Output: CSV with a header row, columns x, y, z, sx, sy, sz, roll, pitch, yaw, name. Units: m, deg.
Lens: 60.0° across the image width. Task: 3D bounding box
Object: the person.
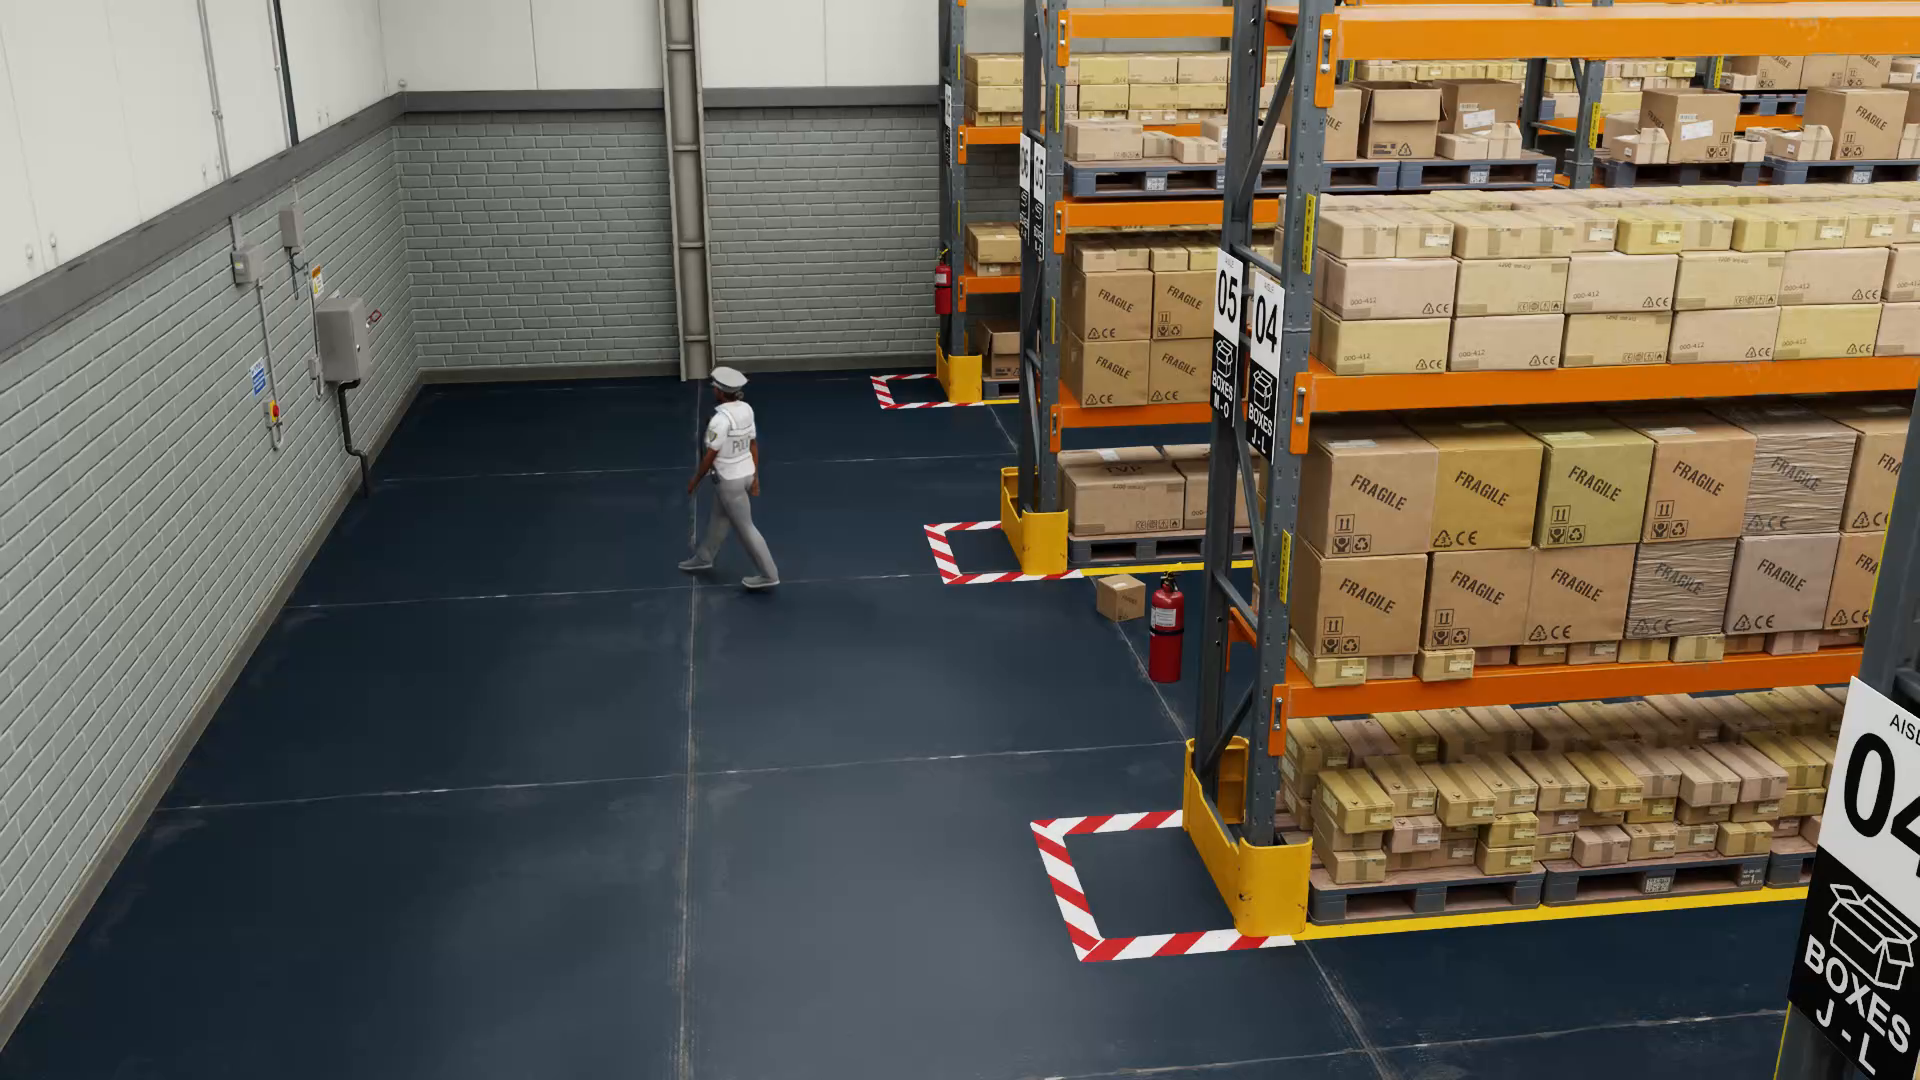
x,y,z,sx,sy,sz,roll,pitch,yaw,name
-1.772,-0.474,12.298,0.924,1.653,0.458,7,21,19,person
